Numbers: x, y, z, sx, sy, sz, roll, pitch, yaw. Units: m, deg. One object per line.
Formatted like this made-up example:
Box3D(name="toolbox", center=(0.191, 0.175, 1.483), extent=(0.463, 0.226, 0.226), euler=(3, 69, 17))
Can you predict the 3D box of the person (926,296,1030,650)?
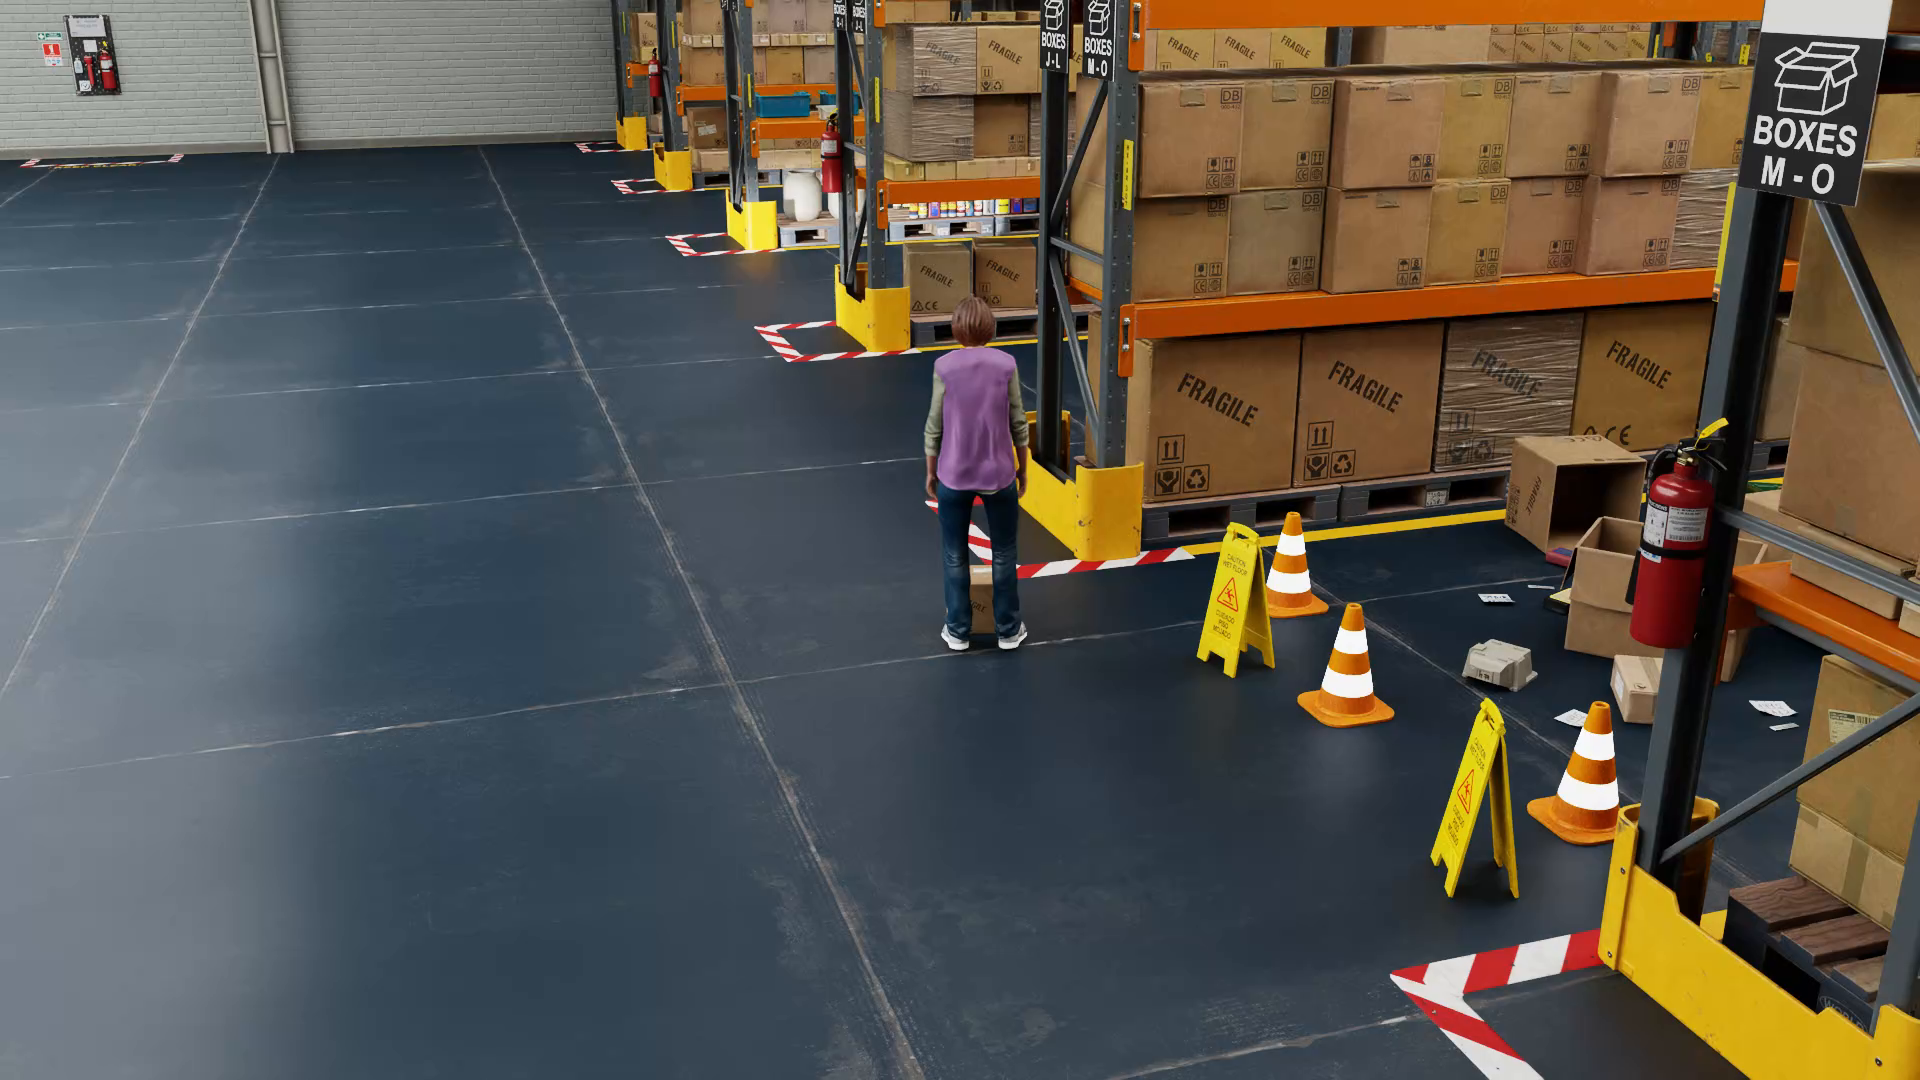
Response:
Box3D(name="person", center=(0.081, -0.271, 7.353), extent=(0.462, 1.591, 0.344), euler=(-1, 20, -2))
